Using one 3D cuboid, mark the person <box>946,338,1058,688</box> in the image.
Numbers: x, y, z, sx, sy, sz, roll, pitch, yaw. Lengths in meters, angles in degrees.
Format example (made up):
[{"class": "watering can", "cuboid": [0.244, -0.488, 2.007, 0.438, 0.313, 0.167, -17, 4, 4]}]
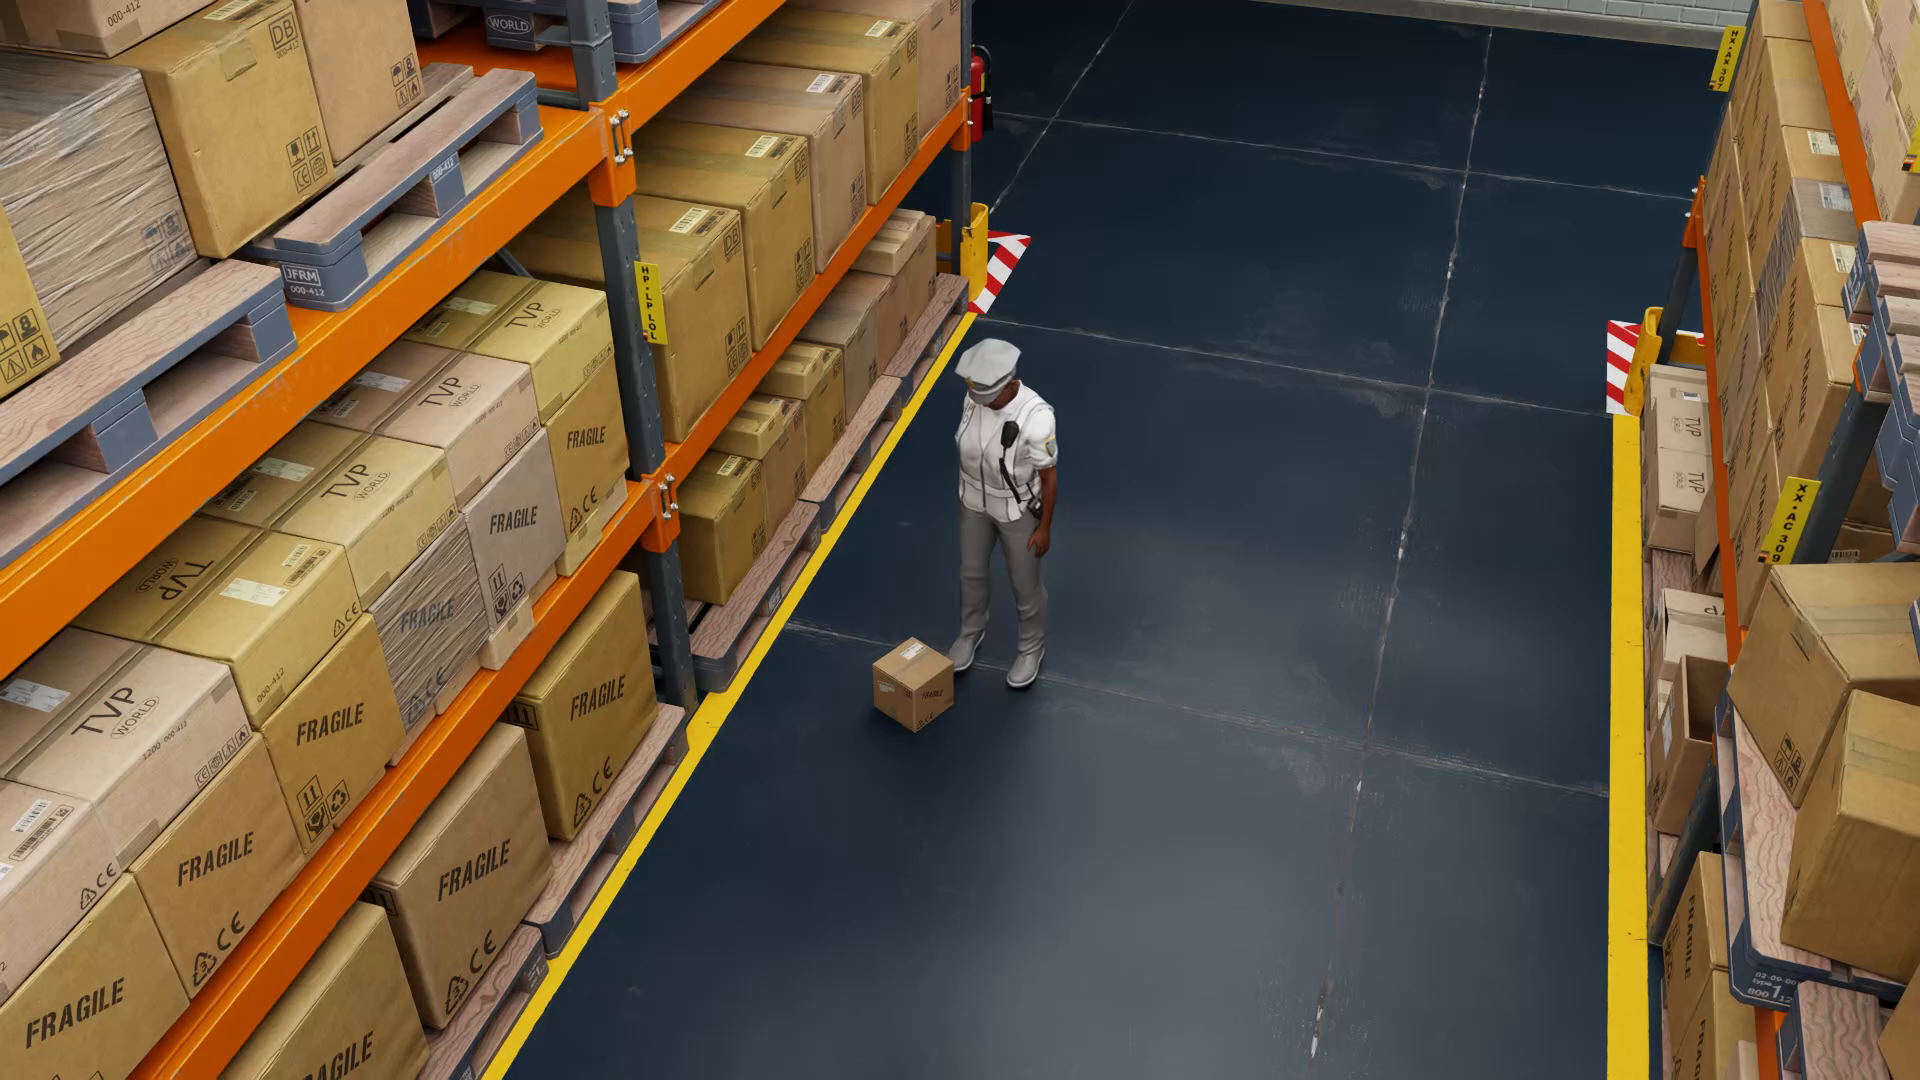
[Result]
[{"class": "person", "cuboid": [0.169, -0.109, 7.010, 0.483, 1.656, 0.402, 23, 43, 27]}]
